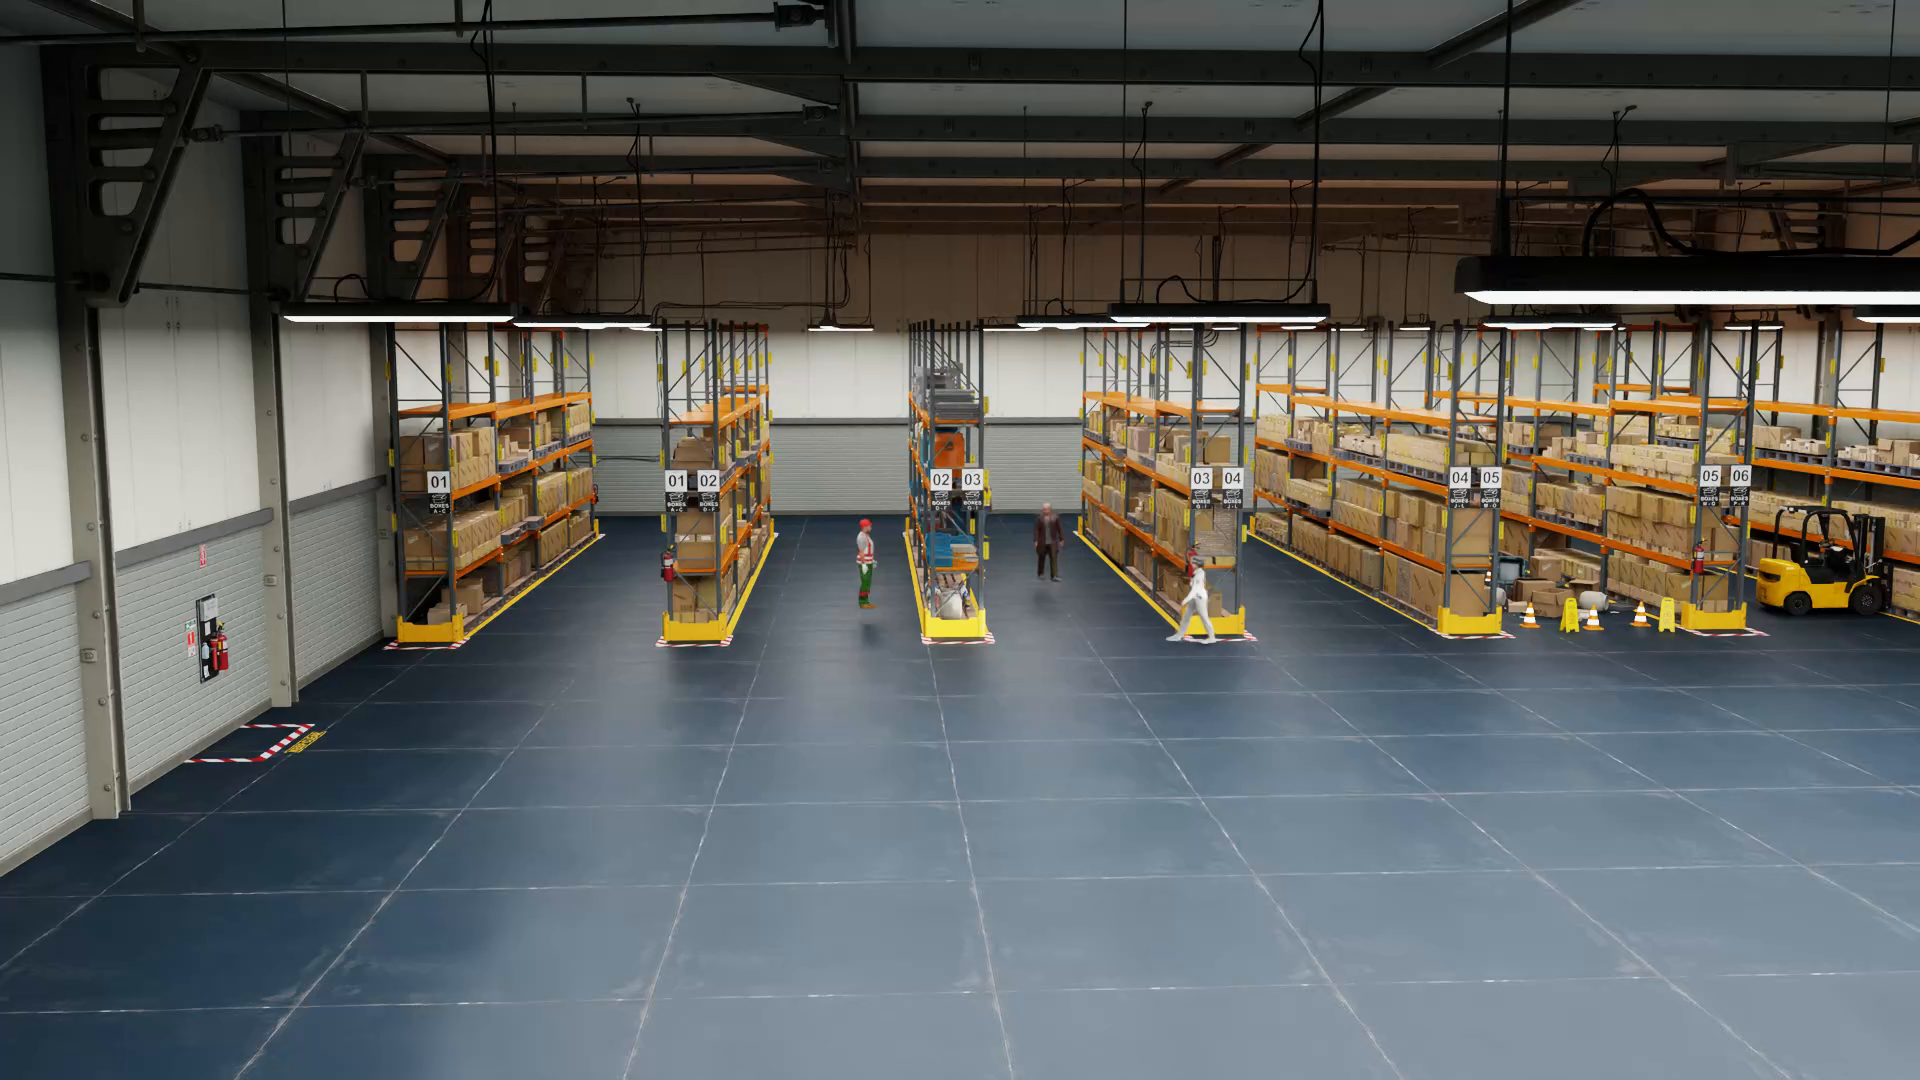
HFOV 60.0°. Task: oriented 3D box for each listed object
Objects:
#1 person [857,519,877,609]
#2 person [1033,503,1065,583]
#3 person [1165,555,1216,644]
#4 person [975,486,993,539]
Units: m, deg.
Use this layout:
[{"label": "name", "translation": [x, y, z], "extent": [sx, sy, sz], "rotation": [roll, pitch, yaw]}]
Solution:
[{"label": "person", "translation": [-1.865, 0.475, 33.010], "extent": [0.372, 1.796, 0.573], "rotation": [1, 7, 9]}, {"label": "person", "translation": [1.977, 0.052, 36.491], "extent": [0.702, 1.730, 1.062], "rotation": [-1, 7, -10]}, {"label": "person", "translation": [4.286, 1.102, 30.718], "extent": [0.881, 1.647, 0.520], "rotation": [-1, 7, -9]}, {"label": "person", "translation": [0.695, -0.935, 46.860], "extent": [0.556, 1.768, 0.596], "rotation": [7, 10, 44]}]
